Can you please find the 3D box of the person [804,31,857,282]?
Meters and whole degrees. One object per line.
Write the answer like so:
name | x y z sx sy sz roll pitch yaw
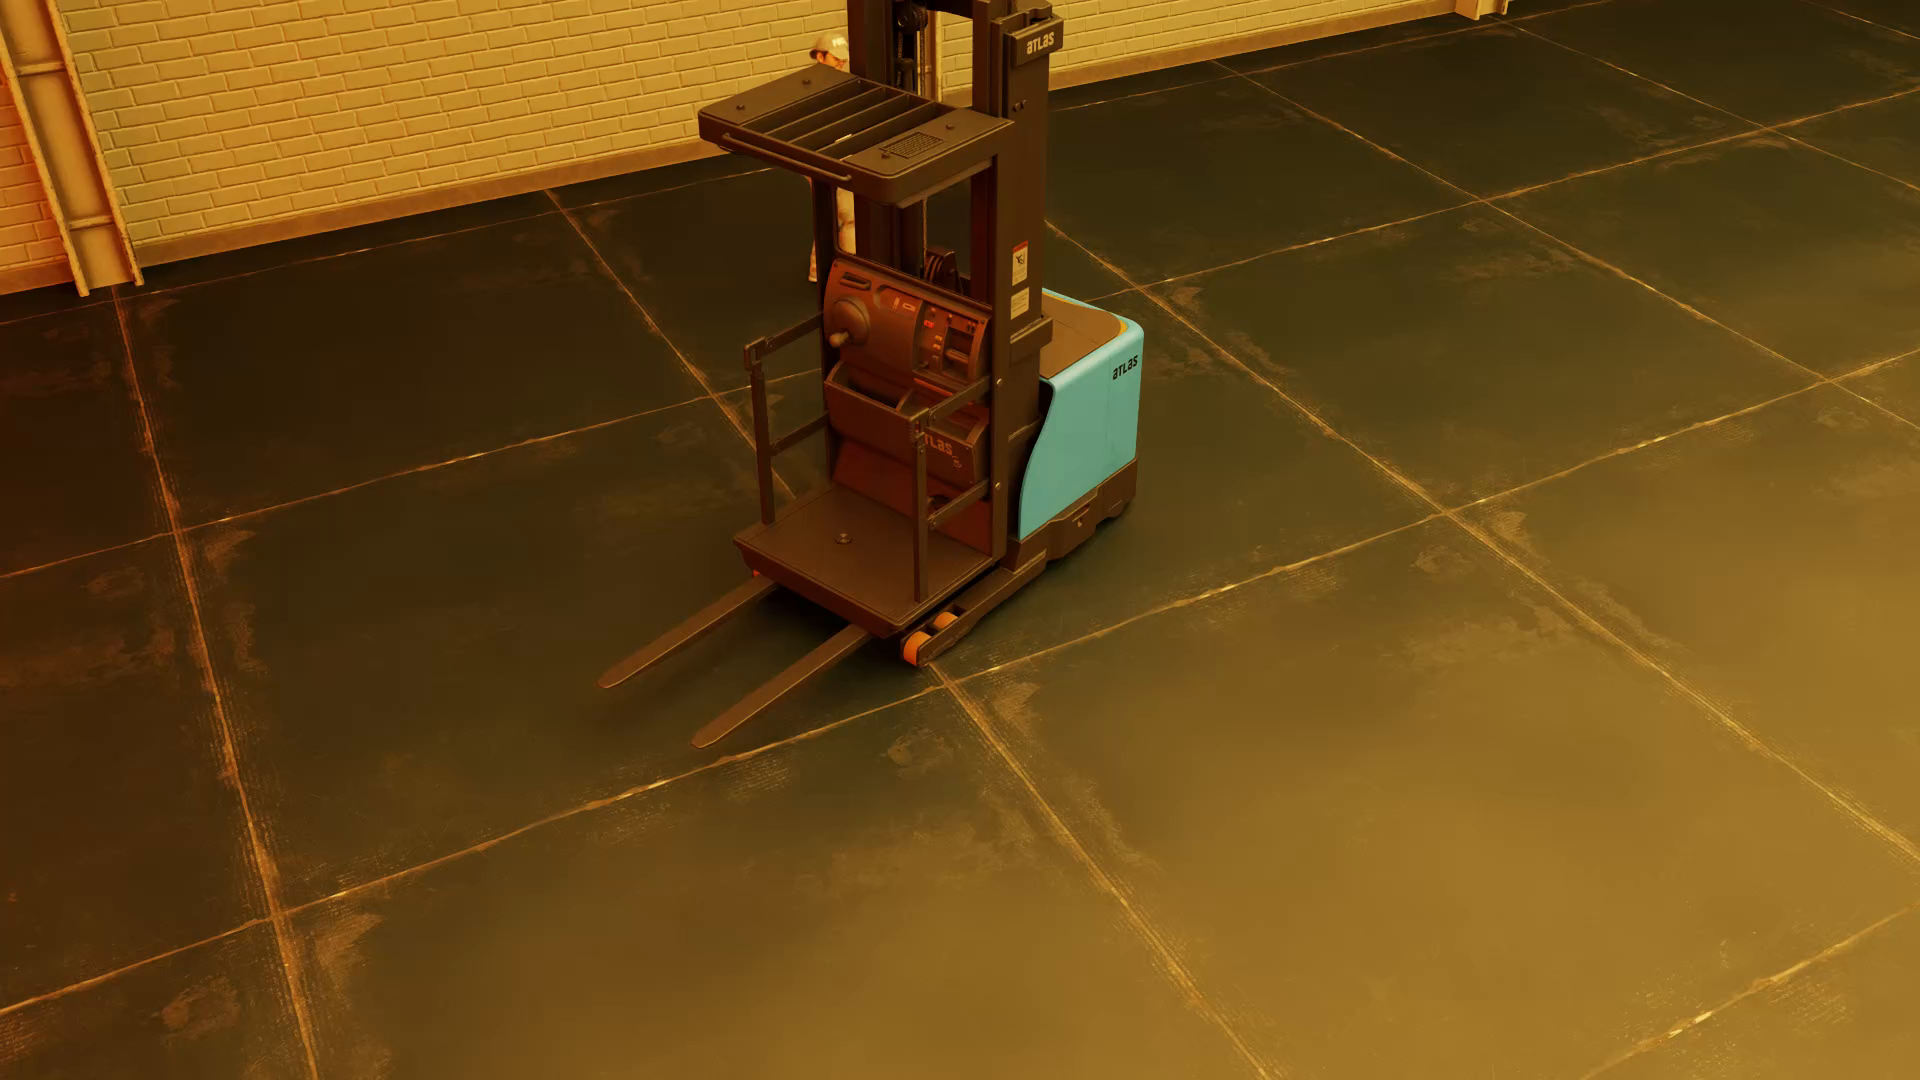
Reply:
person | -0.777 -2.423 10.663 0.516 1.653 0.681 -15 38 -20

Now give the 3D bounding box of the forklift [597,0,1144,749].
forklift | -0.390 -0.927 7.434 1.130 2.935 3.031 26 43 31
